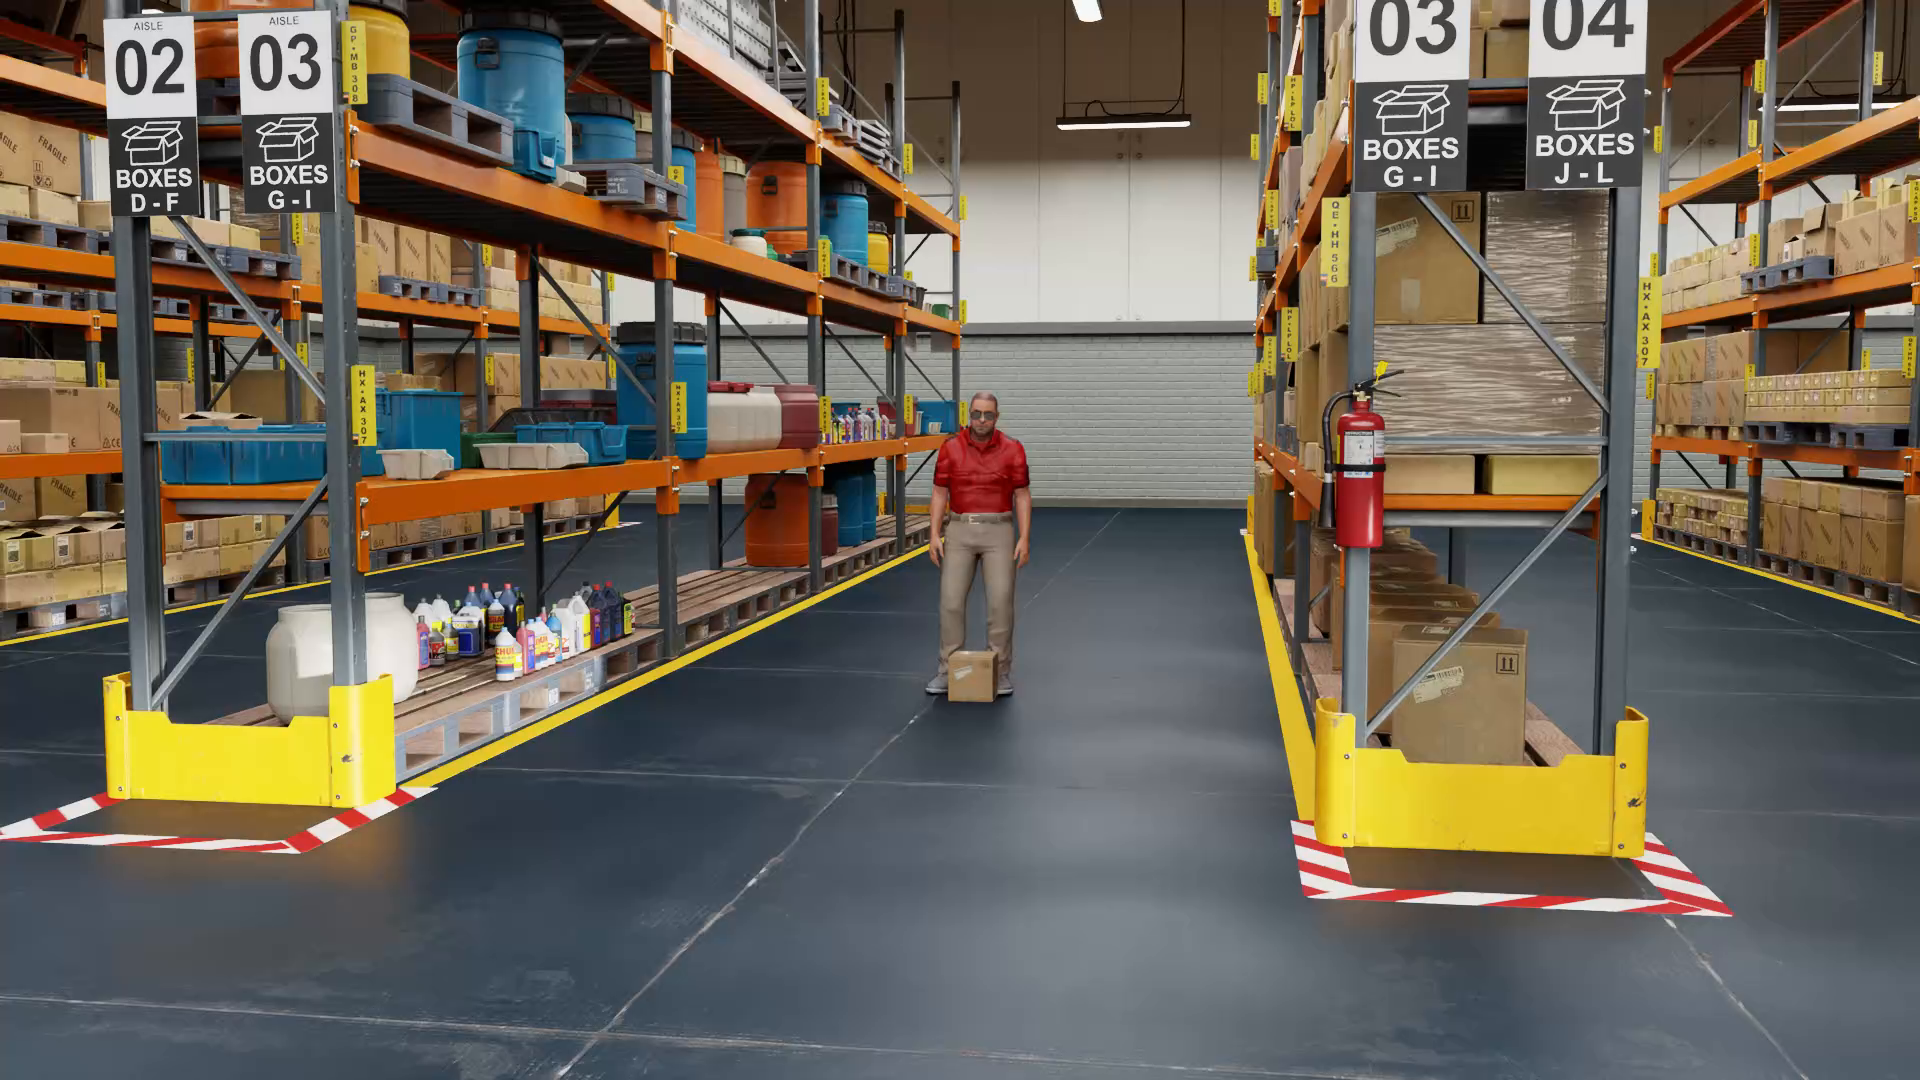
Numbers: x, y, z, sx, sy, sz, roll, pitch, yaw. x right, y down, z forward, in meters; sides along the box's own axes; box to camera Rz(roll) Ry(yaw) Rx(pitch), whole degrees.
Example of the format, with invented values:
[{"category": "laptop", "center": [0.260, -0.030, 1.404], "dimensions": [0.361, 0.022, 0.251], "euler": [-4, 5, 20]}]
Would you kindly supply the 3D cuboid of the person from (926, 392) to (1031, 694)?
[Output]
[{"category": "person", "center": [0.109, 0.012, 9.574], "dimensions": [0.595, 1.725, 0.393], "euler": [0, 4, 5]}]
